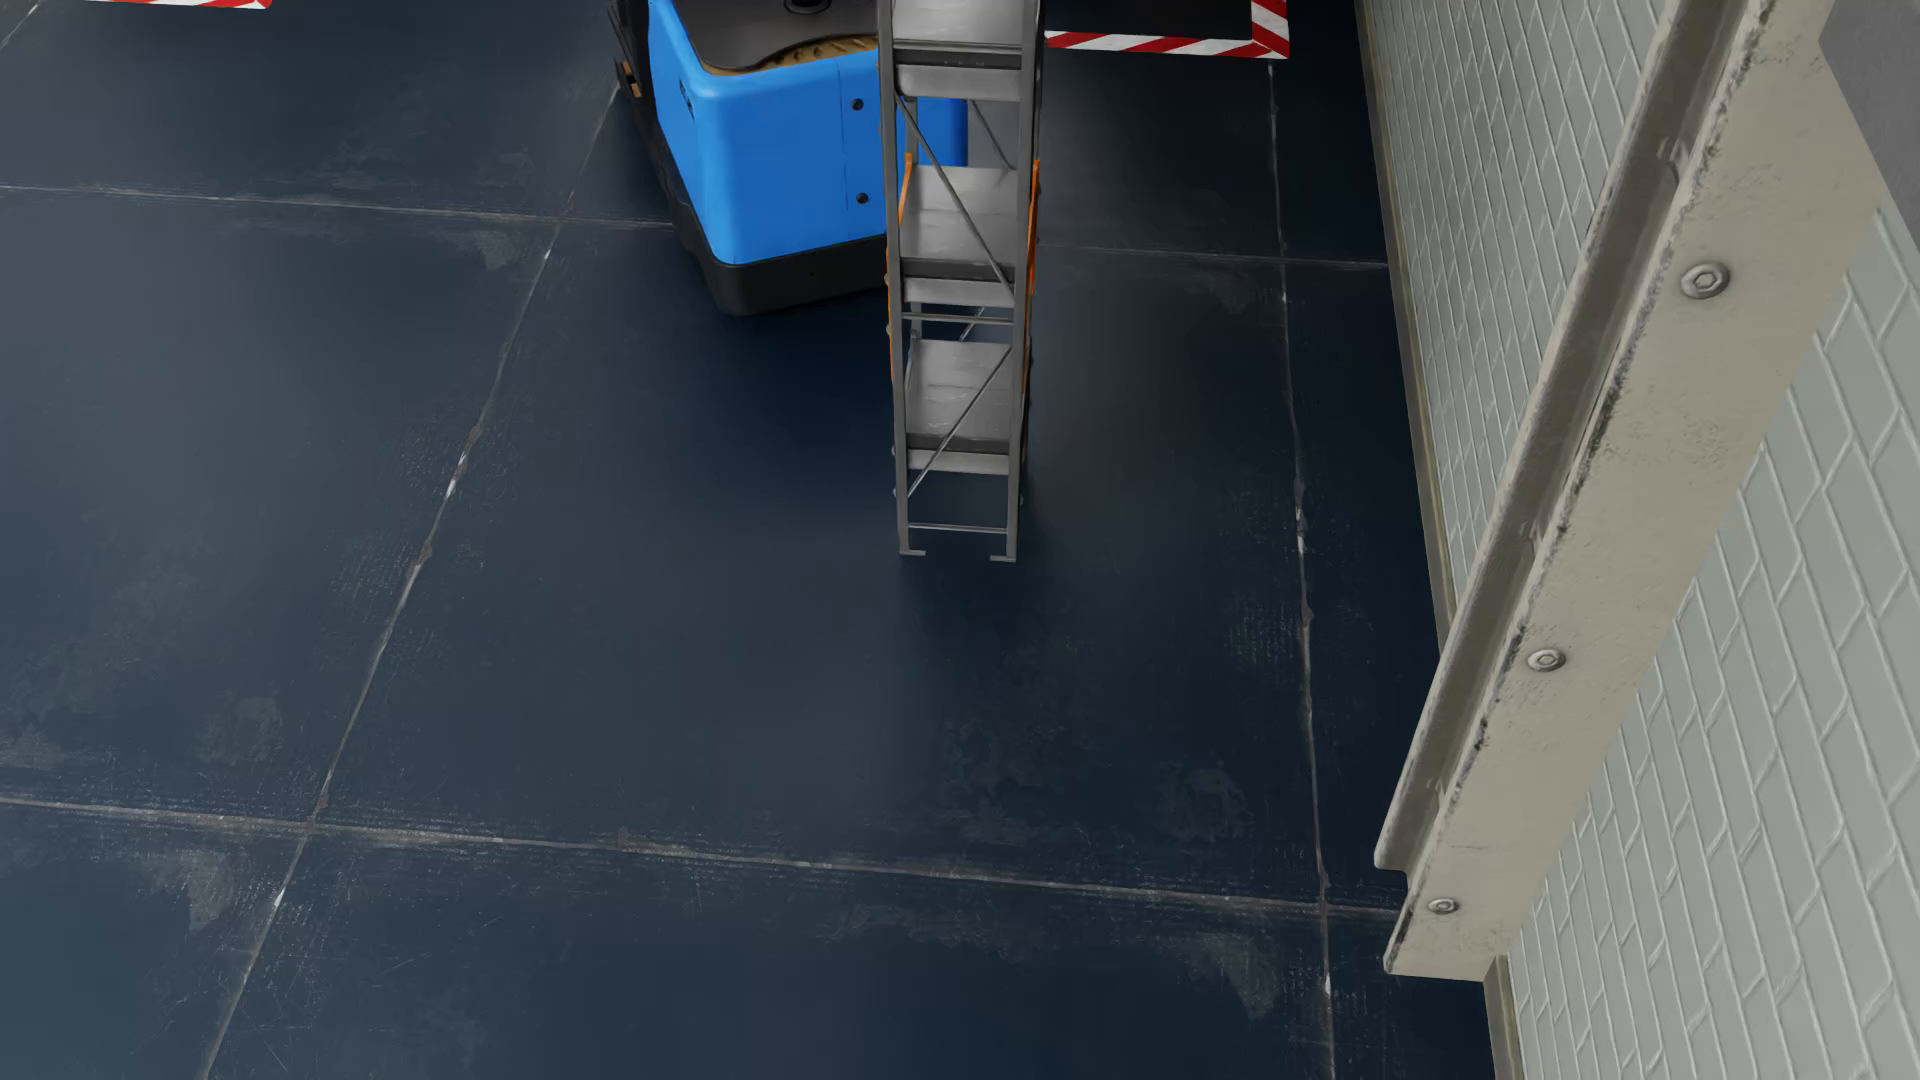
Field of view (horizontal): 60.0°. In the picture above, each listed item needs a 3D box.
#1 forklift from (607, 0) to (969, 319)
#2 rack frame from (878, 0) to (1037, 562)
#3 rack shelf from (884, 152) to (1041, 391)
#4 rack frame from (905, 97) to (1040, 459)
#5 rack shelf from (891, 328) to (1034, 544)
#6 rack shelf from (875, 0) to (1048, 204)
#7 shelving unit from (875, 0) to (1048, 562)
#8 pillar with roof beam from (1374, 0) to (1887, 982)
[{"bbox_3d":[-0.920,-2.957,6.468,1.130,2.935,3.031,-15,49,-13],"label":"forklift"},{"bbox_3d":[-0.007,-0.651,4.922,0.400,2.100,0.015,4,48,4],"label":"rack frame"},{"bbox_3d":[0.015,-0.821,5.097,0.431,0.518,0.480,4,48,4],"label":"rack shelf"},{"bbox_3d":[0.037,-1.010,5.250,0.400,2.100,0.015,4,48,4],"label":"rack frame"},{"bbox_3d":[0.015,-0.349,5.613,0.431,0.518,0.480,4,48,4],"label":"rack shelf"},{"bbox_3d":[0.015,-1.294,4.580,0.431,0.518,0.480,4,48,4],"label":"rack shelf"},{"bbox_3d":[0.015,-0.830,5.086,0.431,2.100,0.503,4,48,4],"label":"shelving unit"},{"bbox_3d":[-2.930,-2.252,1.712,9.100,9.000,0.400,4,48,4],"label":"pillar with roof beam"}]
